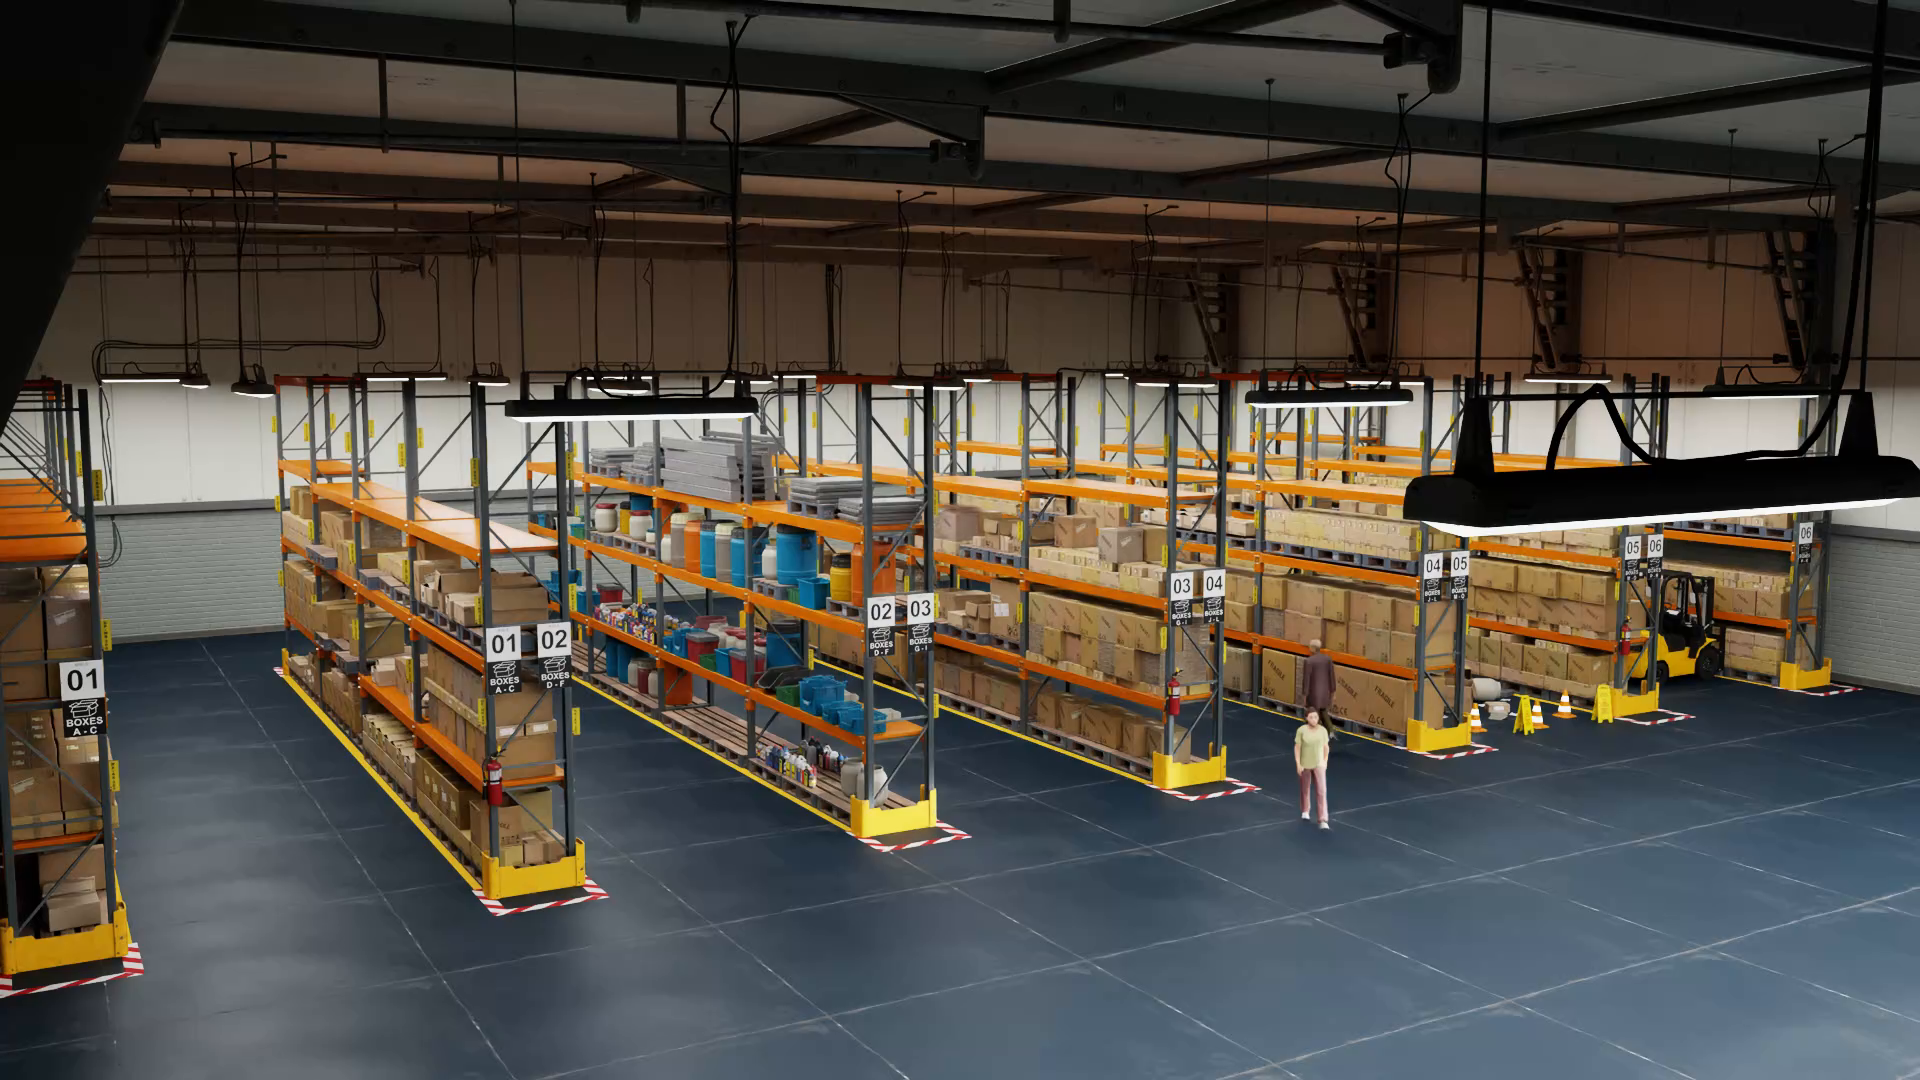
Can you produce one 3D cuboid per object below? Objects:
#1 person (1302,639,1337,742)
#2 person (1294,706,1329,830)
[{"bbox_3d":[5.832,2.494,26.991,0.616,1.770,0.571,-2,7,-20],"label":"person"},{"bbox_3d":[4.750,3.055,22.430,0.483,1.611,1.063,1,6,13],"label":"person"}]
